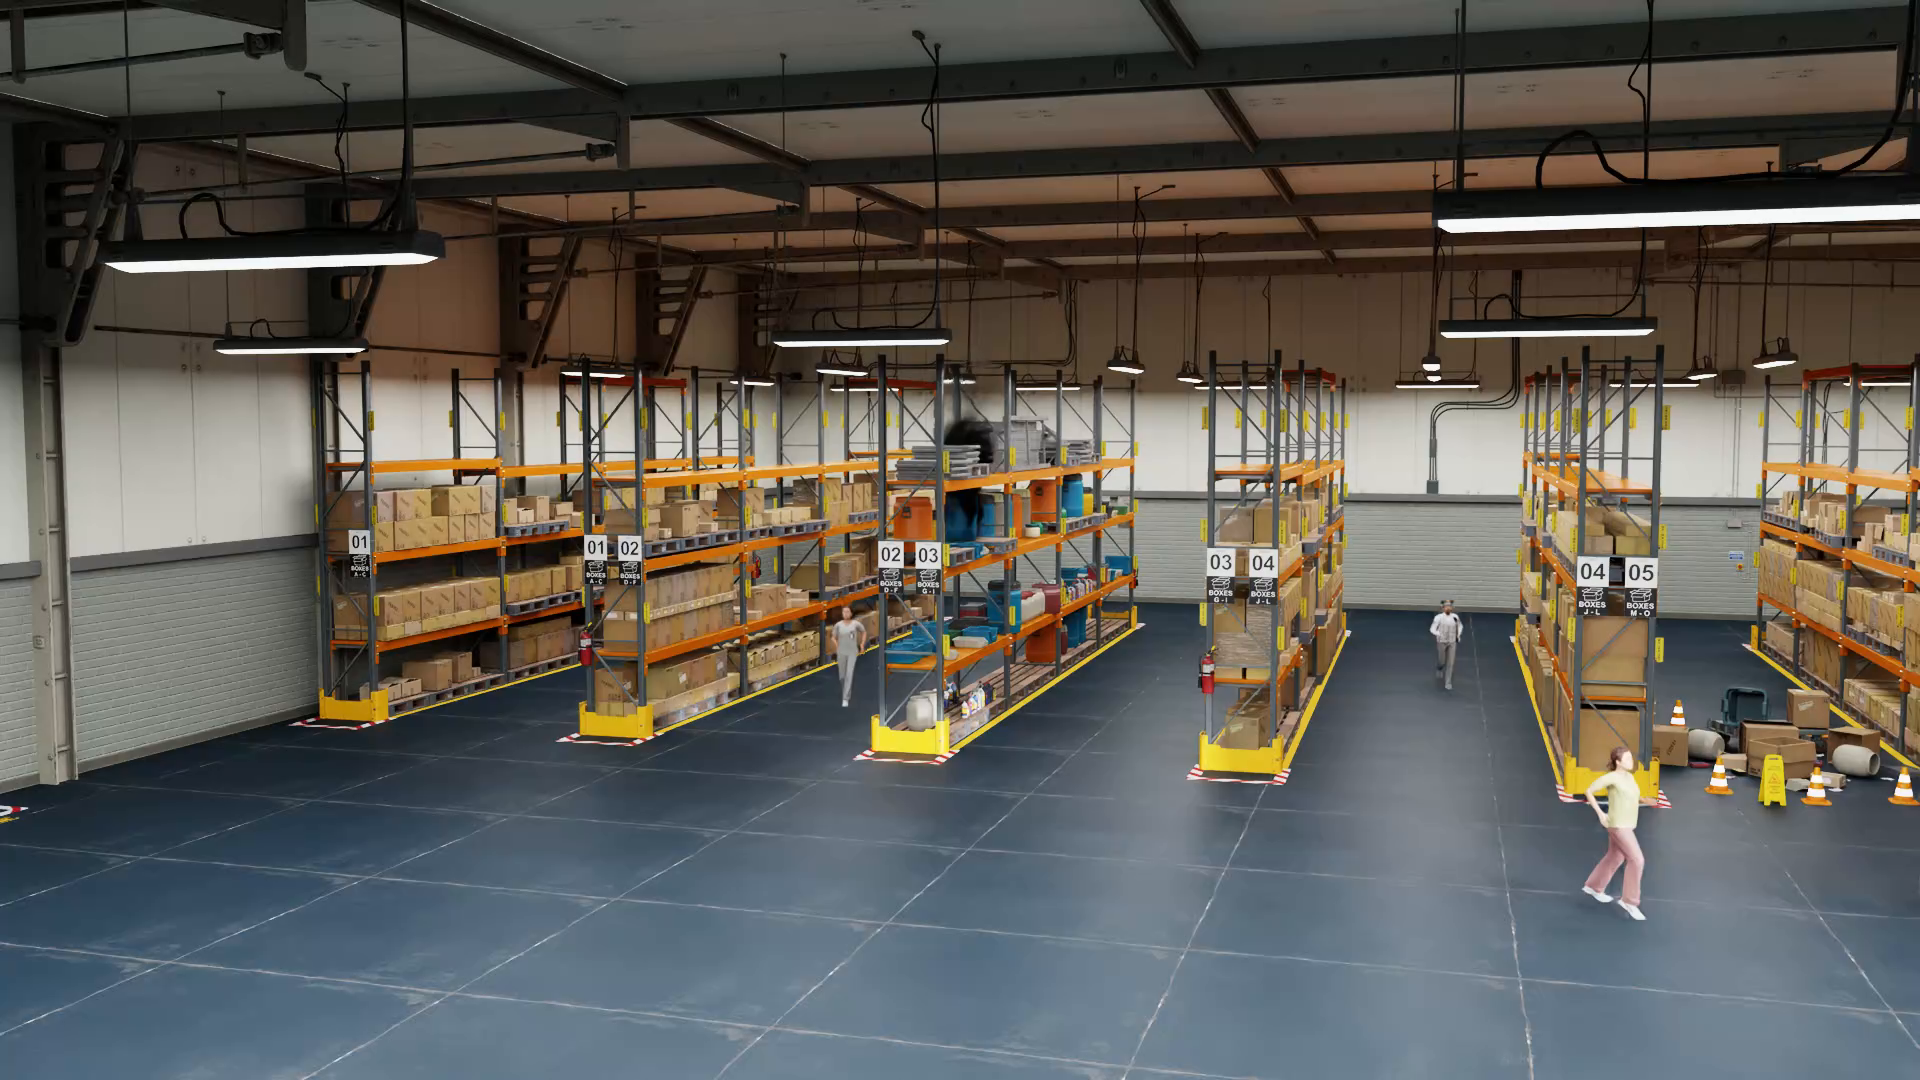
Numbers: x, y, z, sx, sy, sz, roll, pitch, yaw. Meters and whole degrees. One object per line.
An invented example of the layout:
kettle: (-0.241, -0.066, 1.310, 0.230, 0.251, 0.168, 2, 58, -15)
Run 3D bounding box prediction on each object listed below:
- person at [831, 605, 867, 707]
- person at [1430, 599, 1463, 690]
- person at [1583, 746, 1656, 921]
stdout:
person: (-1.859, 1.906, 27.602, 0.584, 1.639, 0.884, 0, 4, 4)
person: (9.132, 1.930, 31.161, 0.618, 1.664, 0.890, 0, 4, 6)
person: (6.703, 2.956, 16.938, 0.550, 1.729, 0.747, -4, 6, -45)
